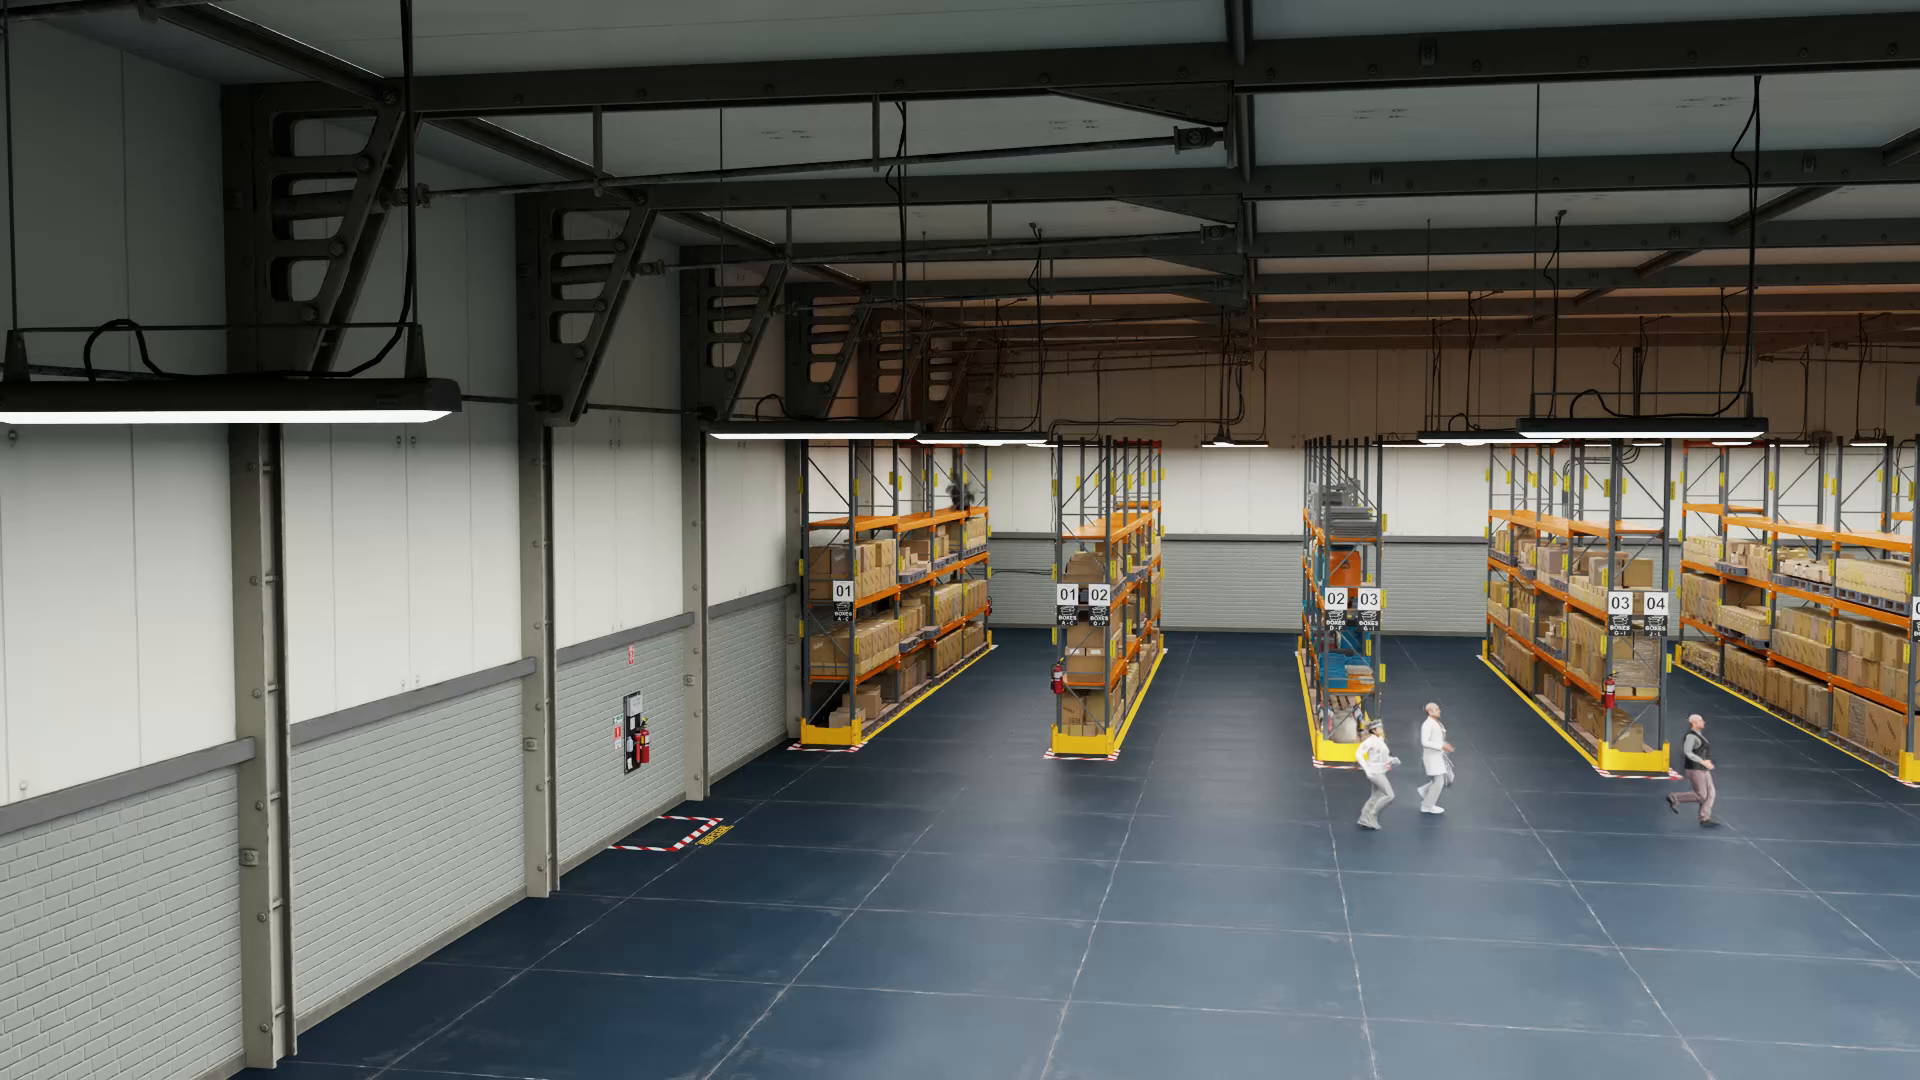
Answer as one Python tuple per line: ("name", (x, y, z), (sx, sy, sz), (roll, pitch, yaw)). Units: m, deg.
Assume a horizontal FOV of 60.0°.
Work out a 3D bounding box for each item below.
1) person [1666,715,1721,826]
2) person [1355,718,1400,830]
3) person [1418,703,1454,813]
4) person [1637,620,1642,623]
("person", (11.229, 3.509, 25.396), (0.778, 1.689, 0.660), (2, 4, 36))
("person", (6.303, 3.521, 25.032), (0.644, 1.664, 0.593), (2, 4, 30))
("person", (7.513, 3.430, 26.184), (0.649, 1.730, 0.702), (2, 4, 35))
("person", (18.061, 2.484, 44.939), (0.528, 1.596, 0.670), (-2, 4, -36))
